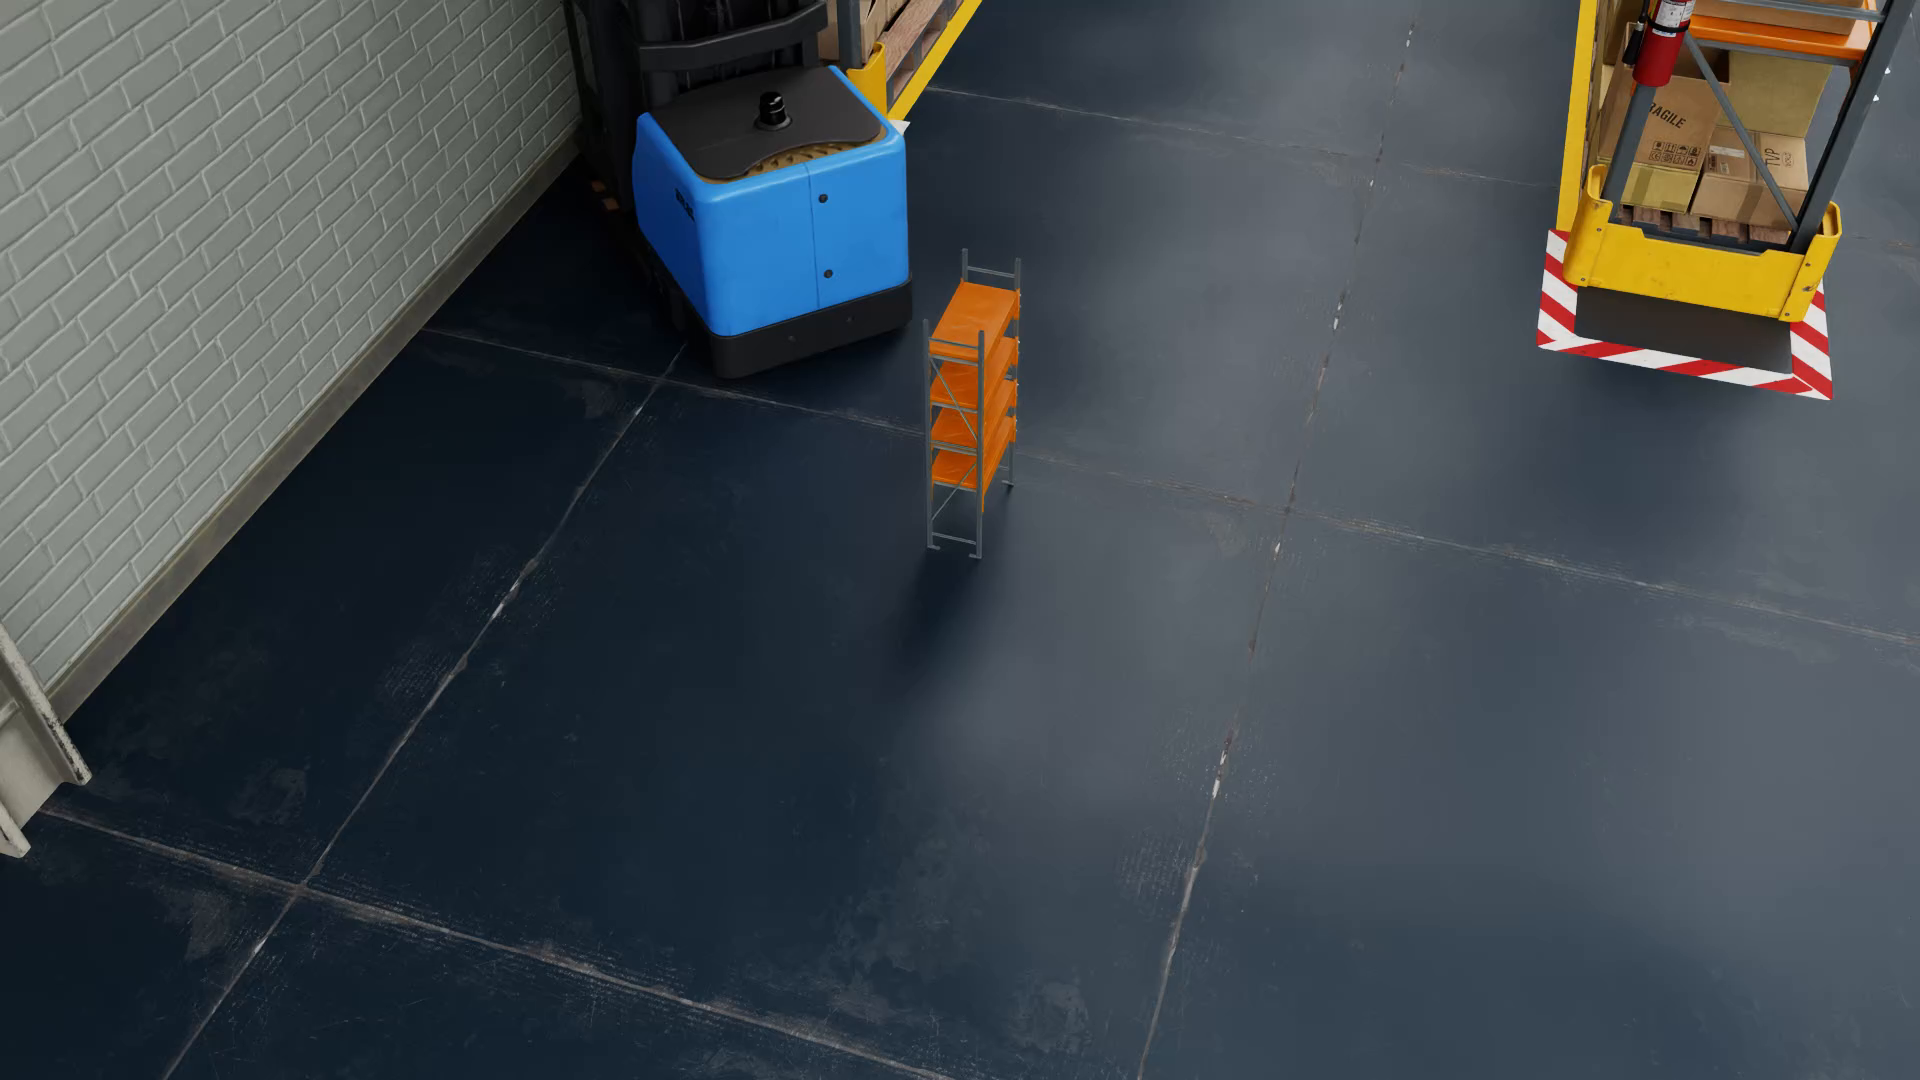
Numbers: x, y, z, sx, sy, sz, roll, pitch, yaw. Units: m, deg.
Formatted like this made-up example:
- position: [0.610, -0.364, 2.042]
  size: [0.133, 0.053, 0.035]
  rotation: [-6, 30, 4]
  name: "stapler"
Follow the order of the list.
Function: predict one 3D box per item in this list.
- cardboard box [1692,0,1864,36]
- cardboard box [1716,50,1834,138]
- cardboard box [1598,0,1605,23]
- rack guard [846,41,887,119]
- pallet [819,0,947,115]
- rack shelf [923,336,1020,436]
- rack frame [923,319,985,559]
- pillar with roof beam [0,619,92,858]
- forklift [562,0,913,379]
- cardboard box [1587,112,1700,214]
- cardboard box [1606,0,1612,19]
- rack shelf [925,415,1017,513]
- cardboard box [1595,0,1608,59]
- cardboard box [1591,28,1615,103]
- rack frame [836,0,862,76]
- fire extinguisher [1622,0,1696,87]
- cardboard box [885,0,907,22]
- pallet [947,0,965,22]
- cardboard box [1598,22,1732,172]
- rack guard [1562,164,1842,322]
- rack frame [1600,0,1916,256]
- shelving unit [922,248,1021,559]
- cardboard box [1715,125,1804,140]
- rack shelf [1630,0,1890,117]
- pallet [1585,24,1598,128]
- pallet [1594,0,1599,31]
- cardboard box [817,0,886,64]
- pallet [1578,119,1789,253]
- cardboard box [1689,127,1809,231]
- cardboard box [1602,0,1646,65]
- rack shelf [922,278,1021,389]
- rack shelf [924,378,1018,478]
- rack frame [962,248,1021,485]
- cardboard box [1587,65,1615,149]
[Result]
- position: [3.843, -2.739, 7.732]
  size: [0.700, 0.500, 0.500]
  rotation: [13, 46, 13]
  name: "cardboard box"
- position: [4.213, -2.474, 8.662]
  size: [0.500, 0.500, 0.500]
  rotation: [13, 46, 13]
  name: "cardboard box"
- position: [4.158, -3.319, 10.062]
  size: [0.500, 0.250, 0.500]
  rotation: [13, 46, 13]
  name: "cardboard box"
- position: [-1.010, -2.599, 9.447]
  size: [1.175, 0.500, 0.348]
  rotation: [13, 46, 13]
  name: "rack guard"
- position: [-0.731, -3.029, 10.094]
  size: [1.003, 0.211, 1.213]
  rotation: [13, 46, 13]
  name: "pallet"
- position: [0.050, -0.651, 6.733]
  size: [0.258, 0.148, 0.480]
  rotation: [13, 46, 12]
  name: "rack shelf"
- position: [-0.024, -0.377, 6.676]
  size: [0.240, 1.200, 0.015]
  rotation: [13, 46, 12]
  name: "rack frame"
- position: [0.640, -1.324, 2.068]
  size: [9.100, 9.000, 0.400]
  rotation: [13, 46, 13]
  name: "pillar with roof beam"
- position: [-1.363, -2.836, 7.951]
  size: [1.130, 2.935, 3.031]
  rotation: [-20, 48, -19]
  name: "forklift"
- position: [3.570, -1.982, 8.696]
  size: [0.500, 0.250, 0.500]
  rotation: [13, 46, 13]
  name: "cardboard box"
- position: [4.009, -3.253, 9.458]
  size: [0.500, 0.500, 0.500]
  rotation: [13, 46, 13]
  name: "cardboard box"
- position: [0.050, -0.349, 7.028]
  size: [0.258, 0.148, 0.480]
  rotation: [13, 46, 12]
  name: "rack shelf"
- position: [4.013, -2.984, 9.720]
  size: [0.500, 0.250, 0.500]
  rotation: [13, 46, 13]
  name: "cardboard box"
- position: [3.859, -2.652, 9.380]
  size: [0.500, 0.250, 0.500]
  rotation: [13, 46, 13]
  name: "cardboard box"
- position: [-1.033, -3.441, 8.521]
  size: [1.000, 3.000, 0.127]
  rotation: [13, 46, 13]
  name: "rack frame"
- position: [3.210, -2.387, 7.499]
  size: [0.296, 0.674, 0.183]
  rotation: [13, 46, 13]
  name: "fire extinguisher"
- position: [-0.565, -3.460, 10.148]
  size: [0.500, 0.311, 0.500]
  rotation: [16, 47, 16]
  name: "cardboard box"
- position: [-0.359, -3.840, 10.922]
  size: [1.003, 0.211, 1.213]
  rotation: [13, 46, 13]
  name: "pallet"
- position: [3.568, -2.251, 8.434]
  size: [0.500, 0.500, 0.500]
  rotation: [13, 46, 13]
  name: "cardboard box"
- position: [3.682, -1.485, 8.309]
  size: [1.175, 0.500, 0.348]
  rotation: [13, 46, 13]
  name: "rack guard"
- position: [3.689, -2.395, 7.451]
  size: [1.000, 3.000, 0.127]
  rotation: [13, 46, 13]
  name: "rack frame"
- position: [0.050, -0.539, 6.842]
  size: [0.258, 1.200, 0.503]
  rotation: [13, 46, 12]
  name: "shelving unit"
- position: [4.211, -2.206, 8.925]
  size: [0.500, 0.250, 0.500]
  rotation: [13, 46, 13]
  name: "cardboard box"
- position: [4.295, -3.471, 9.065]
  size: [1.077, 0.370, 4.000]
  rotation: [13, 46, 13]
  name: "rack shelf"
- position: [4.252, -2.727, 9.785]
  size: [1.003, 0.211, 1.213]
  rotation: [13, 46, 13]
  name: "pallet"
- position: [4.620, -3.543, 10.619]
  size: [1.003, 0.211, 1.213]
  rotation: [13, 46, 13]
  name: "pallet"
- position: [-0.738, -3.080, 9.759]
  size: [0.500, 0.311, 0.500]
  rotation: [8, 45, 8]
  name: "cardboard box"
- position: [3.881, -1.917, 8.957]
  size: [1.003, 0.211, 1.213]
  rotation: [13, 46, 13]
  name: "pallet"
- position: [4.063, -1.872, 8.583]
  size: [0.500, 0.250, 0.500]
  rotation: [13, 46, 13]
  name: "cardboard box"
- position: [3.857, -2.920, 9.118]
  size: [0.500, 0.500, 0.500]
  rotation: [13, 46, 13]
  name: "cardboard box"
- position: [0.050, -0.820, 6.567]
  size: [0.258, 0.148, 0.480]
  rotation: [13, 46, 12]
  name: "rack shelf"
- position: [0.050, -0.491, 6.889]
  size: [0.258, 0.148, 0.480]
  rotation: [13, 46, 12]
  name: "rack shelf"
- position: [0.124, -0.702, 7.008]
  size: [0.240, 1.200, 0.015]
  rotation: [13, 46, 12]
  name: "rack frame"
- position: [3.710, -2.318, 9.039]
  size: [0.500, 0.250, 0.500]
  rotation: [13, 46, 13]
  name: "cardboard box"
